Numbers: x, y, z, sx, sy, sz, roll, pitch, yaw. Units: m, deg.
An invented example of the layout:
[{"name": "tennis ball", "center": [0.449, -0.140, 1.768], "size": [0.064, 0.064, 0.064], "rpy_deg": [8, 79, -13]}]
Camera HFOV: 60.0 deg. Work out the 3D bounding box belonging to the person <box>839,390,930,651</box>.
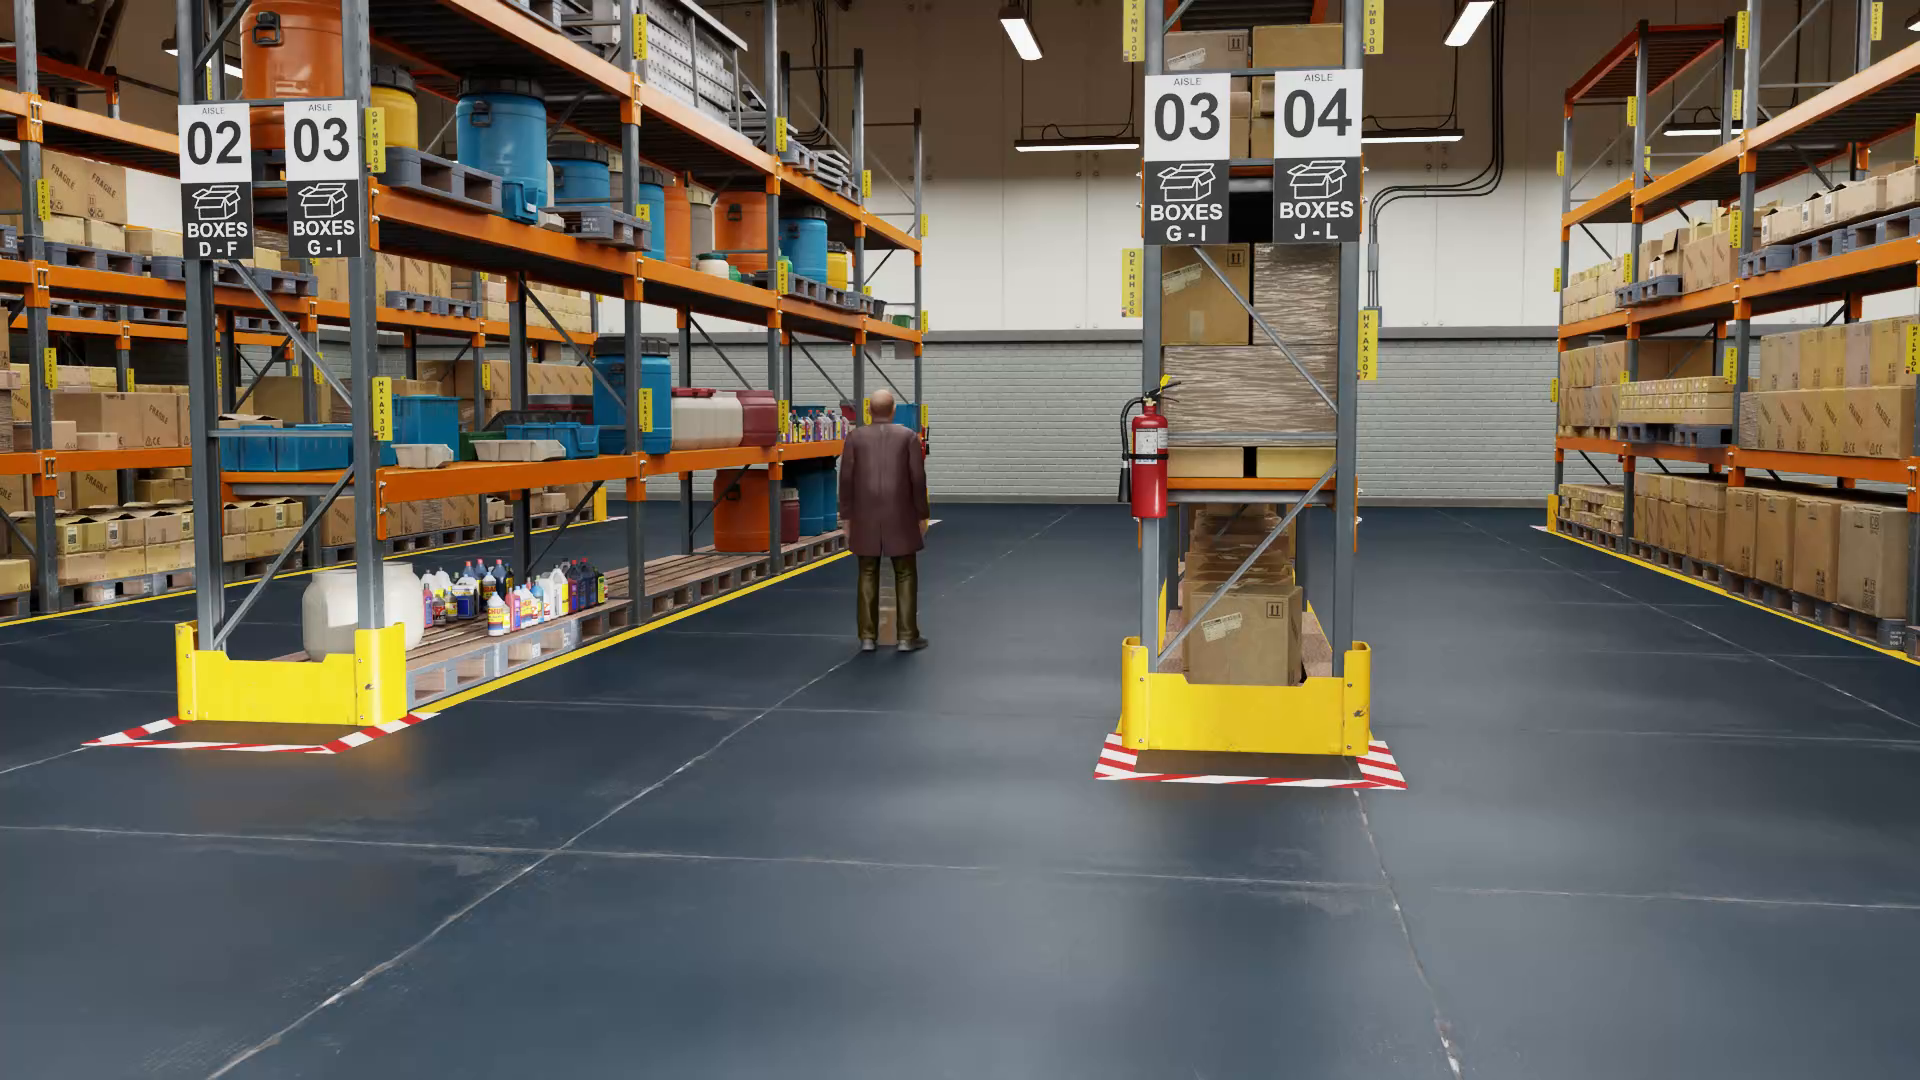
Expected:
[{"name": "person", "center": [-0.518, -0.136, 11.370], "size": [0.625, 1.773, 0.427], "rpy_deg": [0, 4, 7]}]
